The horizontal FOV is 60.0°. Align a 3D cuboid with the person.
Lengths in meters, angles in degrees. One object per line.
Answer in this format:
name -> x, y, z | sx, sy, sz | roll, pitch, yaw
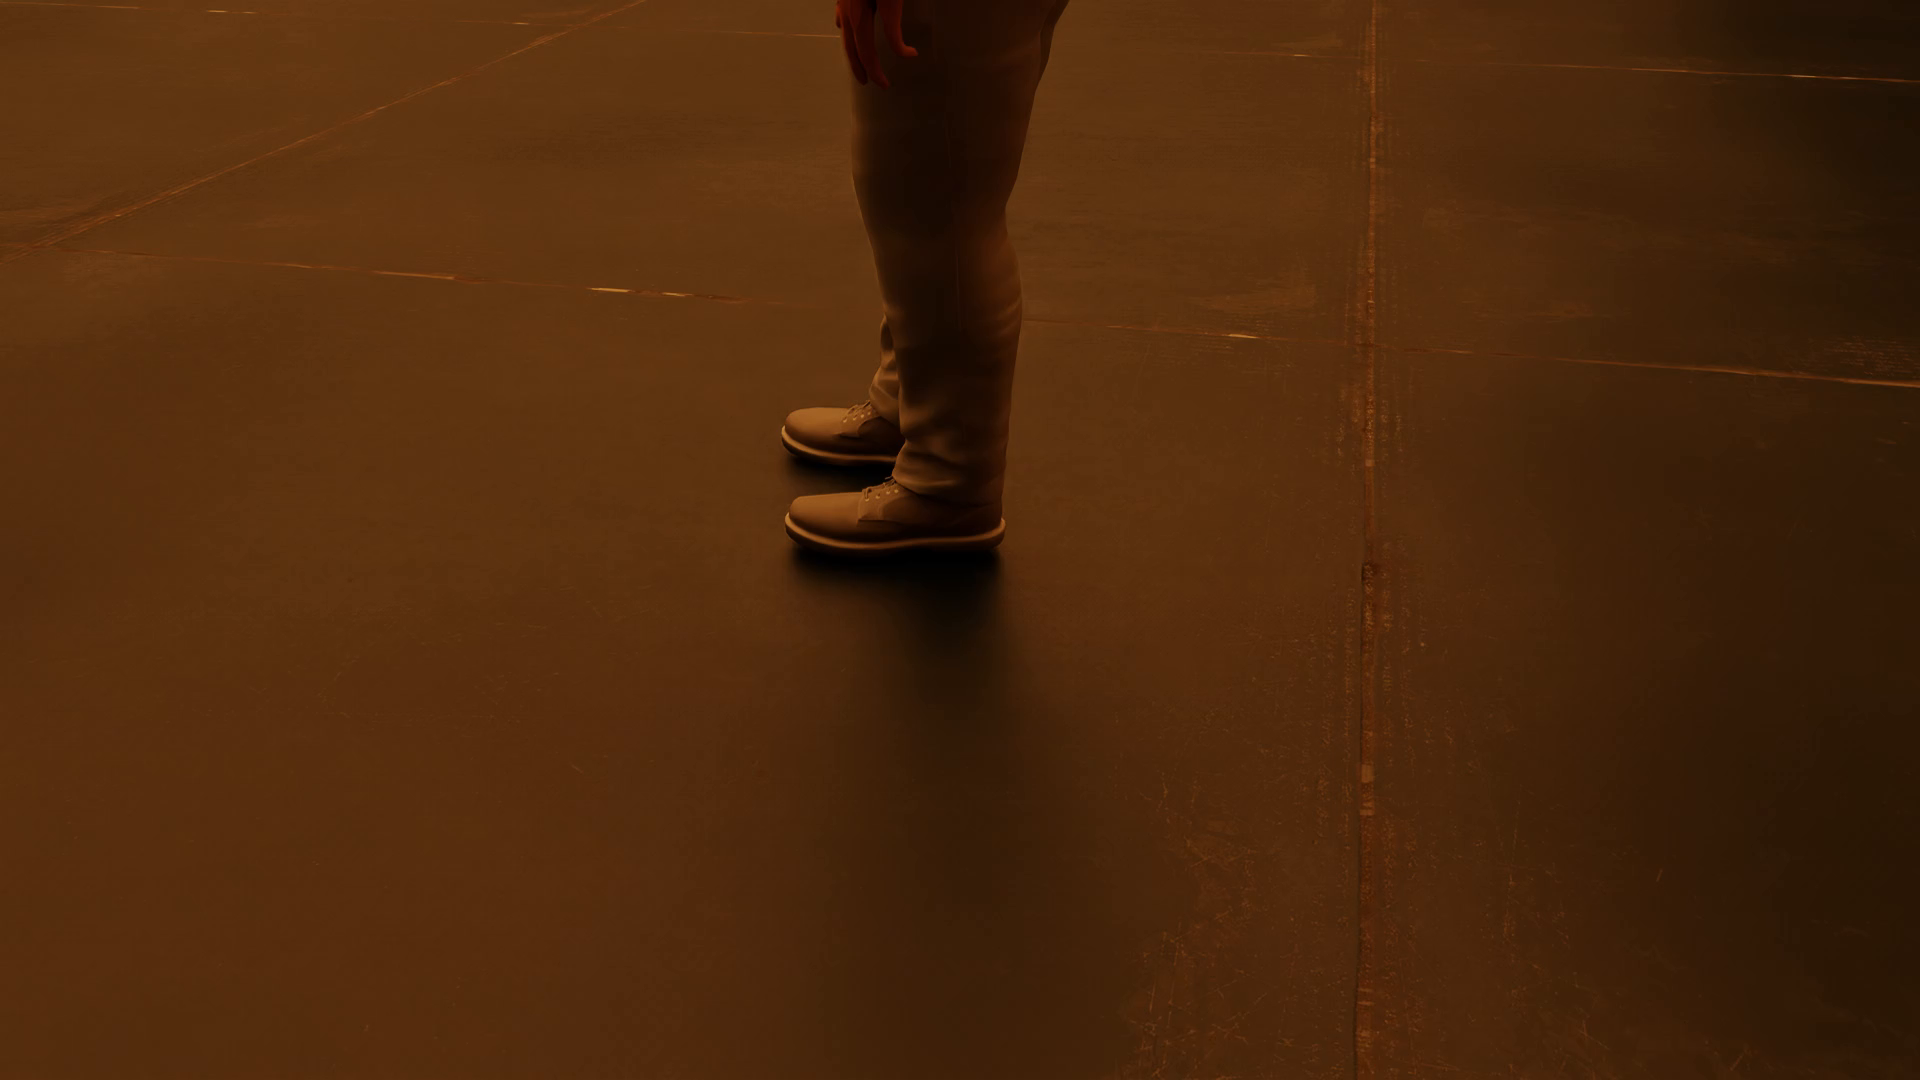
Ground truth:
person -> -0.073, -0.815, 2.121 | 0.575, 1.781, 0.640 | 6, 27, 11
